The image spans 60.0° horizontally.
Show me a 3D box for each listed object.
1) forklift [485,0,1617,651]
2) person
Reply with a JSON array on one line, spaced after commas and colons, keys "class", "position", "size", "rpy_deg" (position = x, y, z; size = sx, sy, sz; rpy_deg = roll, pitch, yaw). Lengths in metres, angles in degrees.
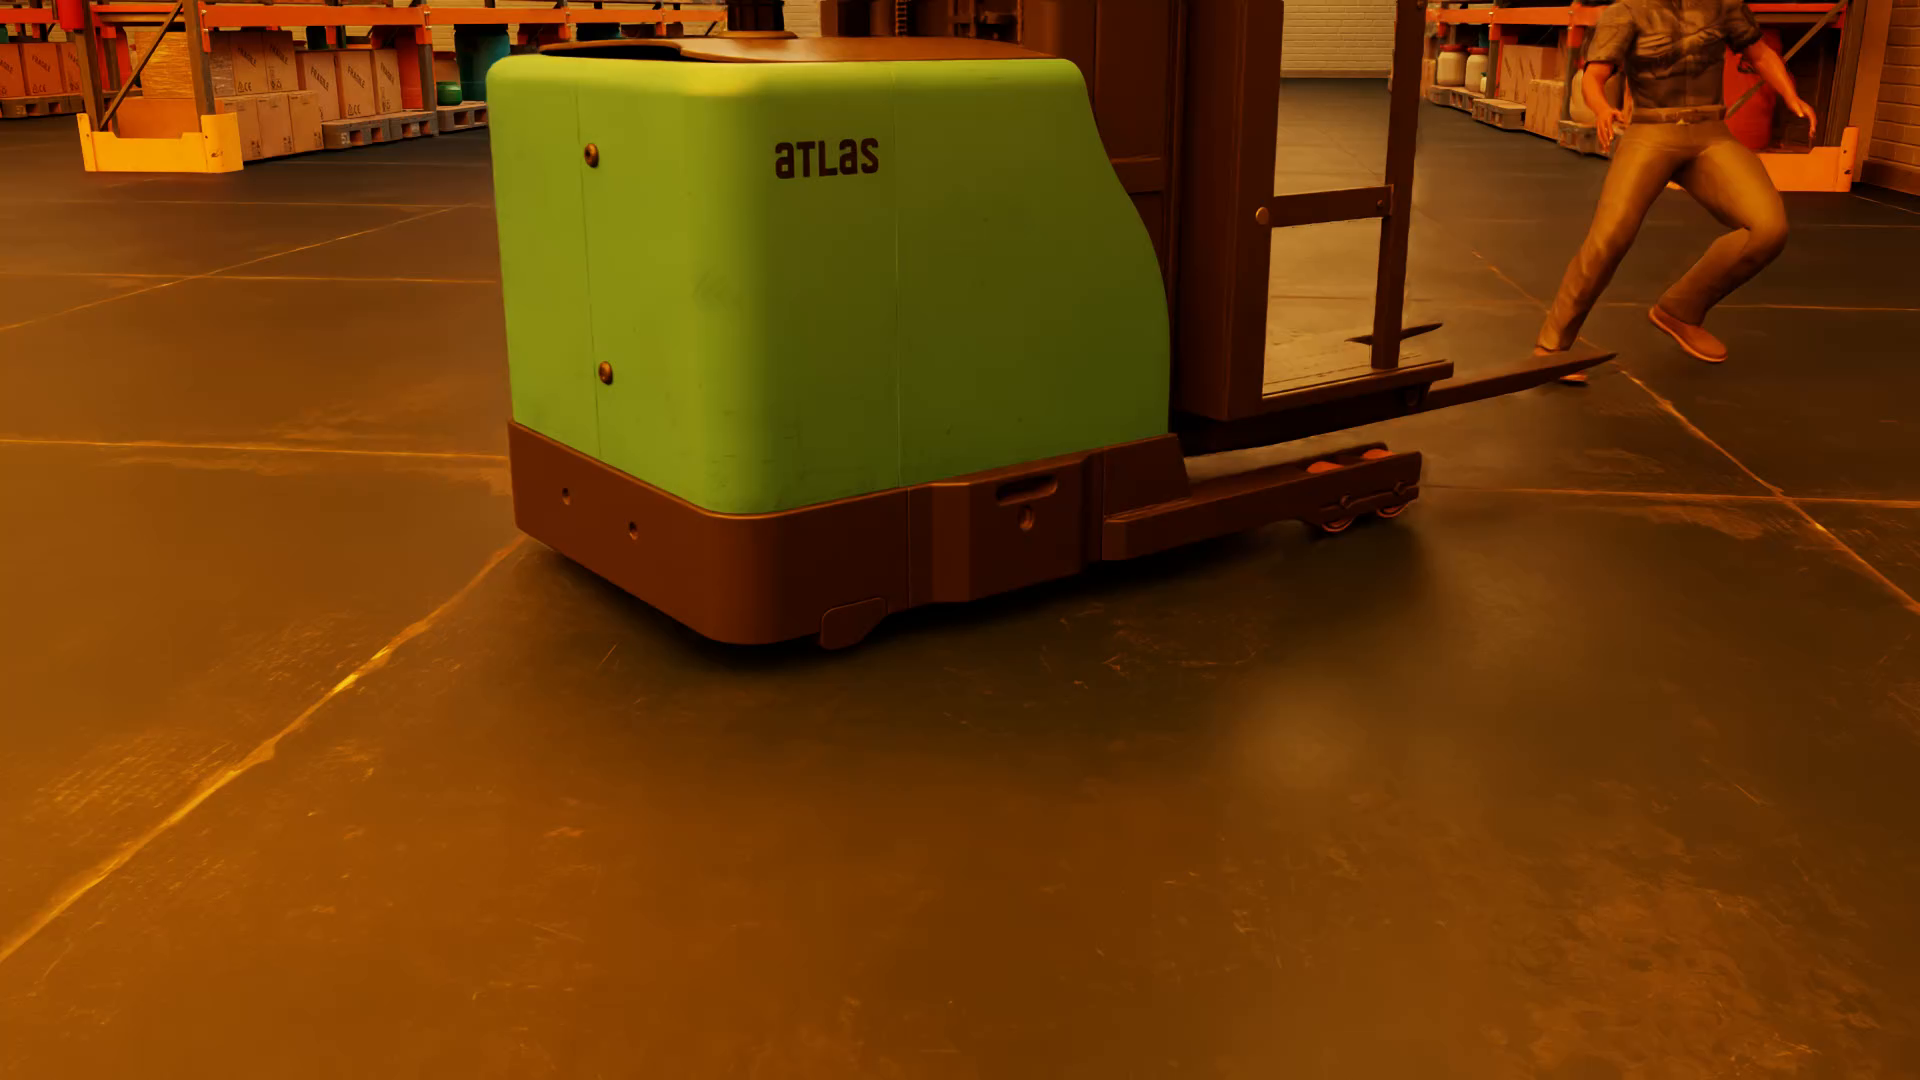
[{"class": "forklift", "position": [0.488, -1.528, 3.798], "size": [3.031, 2.935, 1.130], "rpy_deg": [-13, 22, -35]}, {"class": "person", "position": [2.317, -1.278, 5.375], "size": [0.780, 1.503, 0.640], "rpy_deg": [0, 18, 1]}]
